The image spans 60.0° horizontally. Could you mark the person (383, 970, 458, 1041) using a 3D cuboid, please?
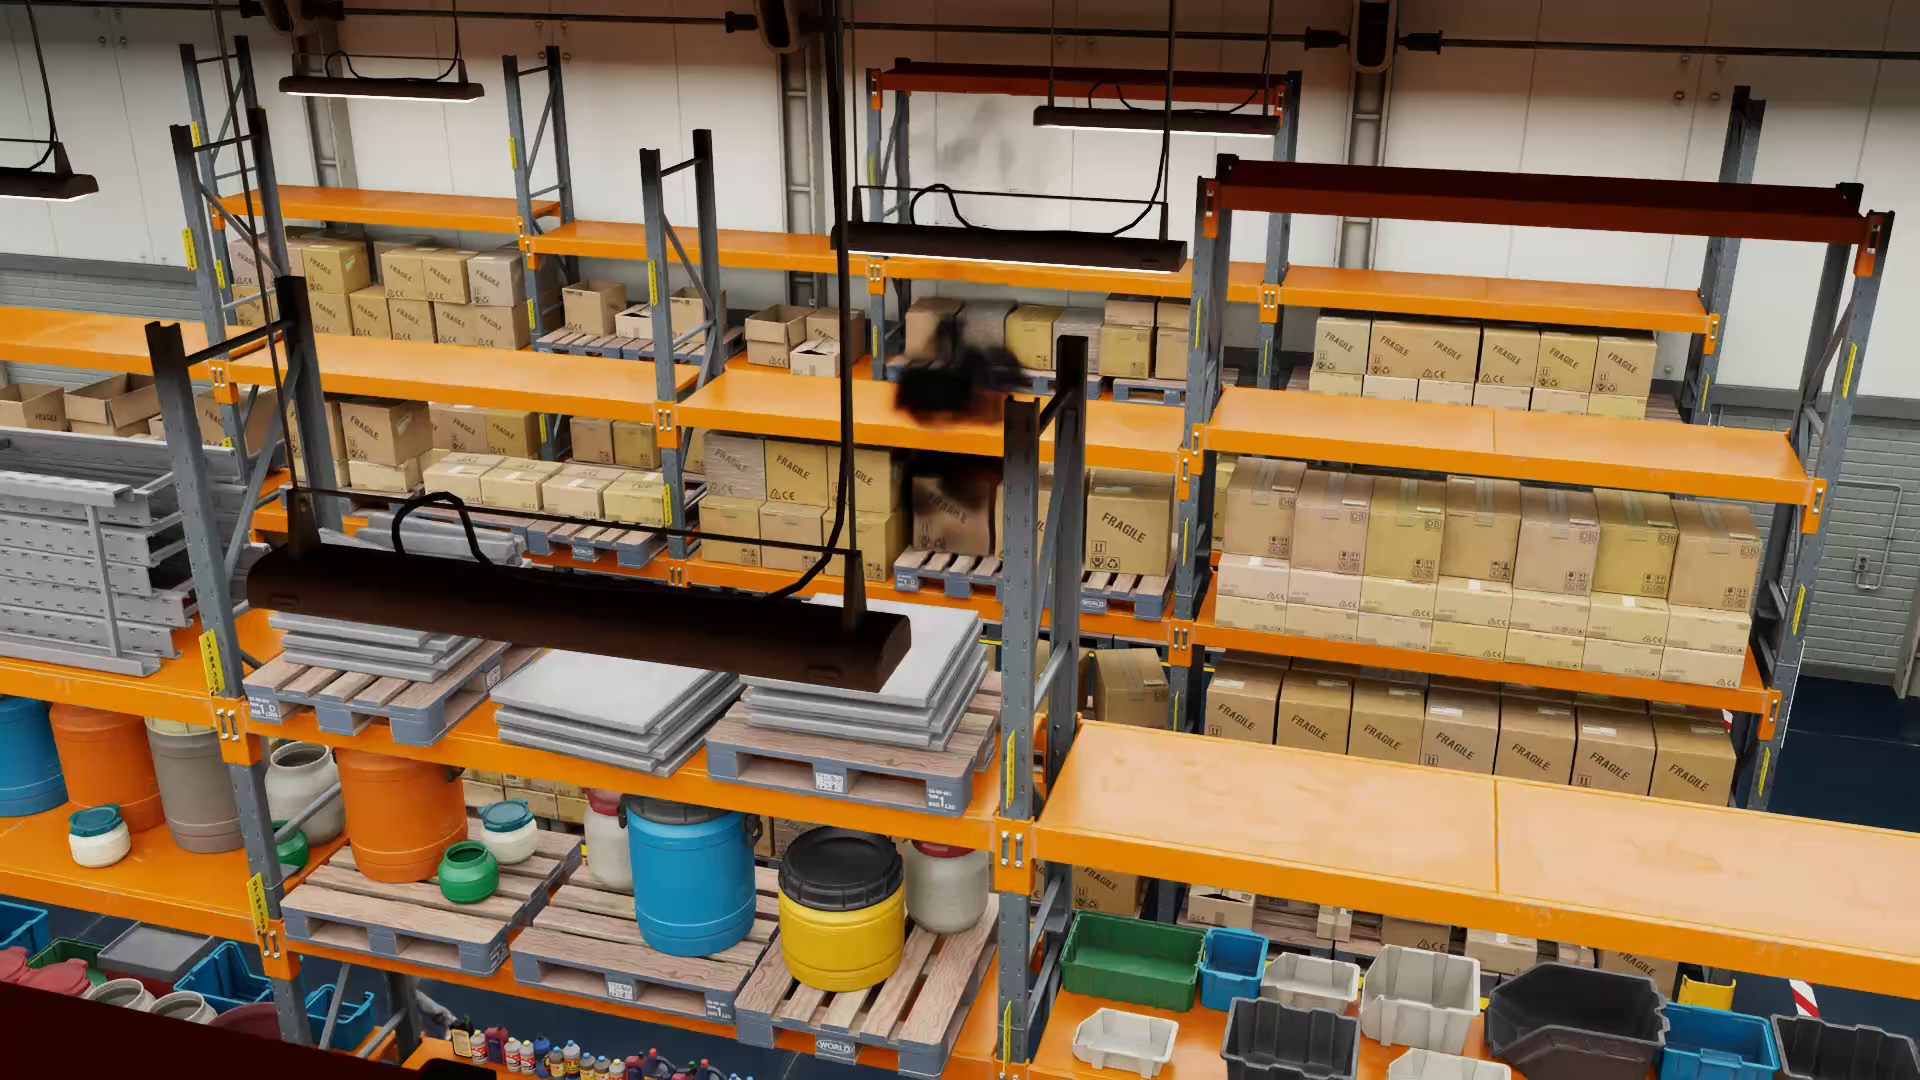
[{"bbox_3d":[-3.826,2.994,11.569,0.531,1.558,0.552,7,23,15],"label":"person"}]
